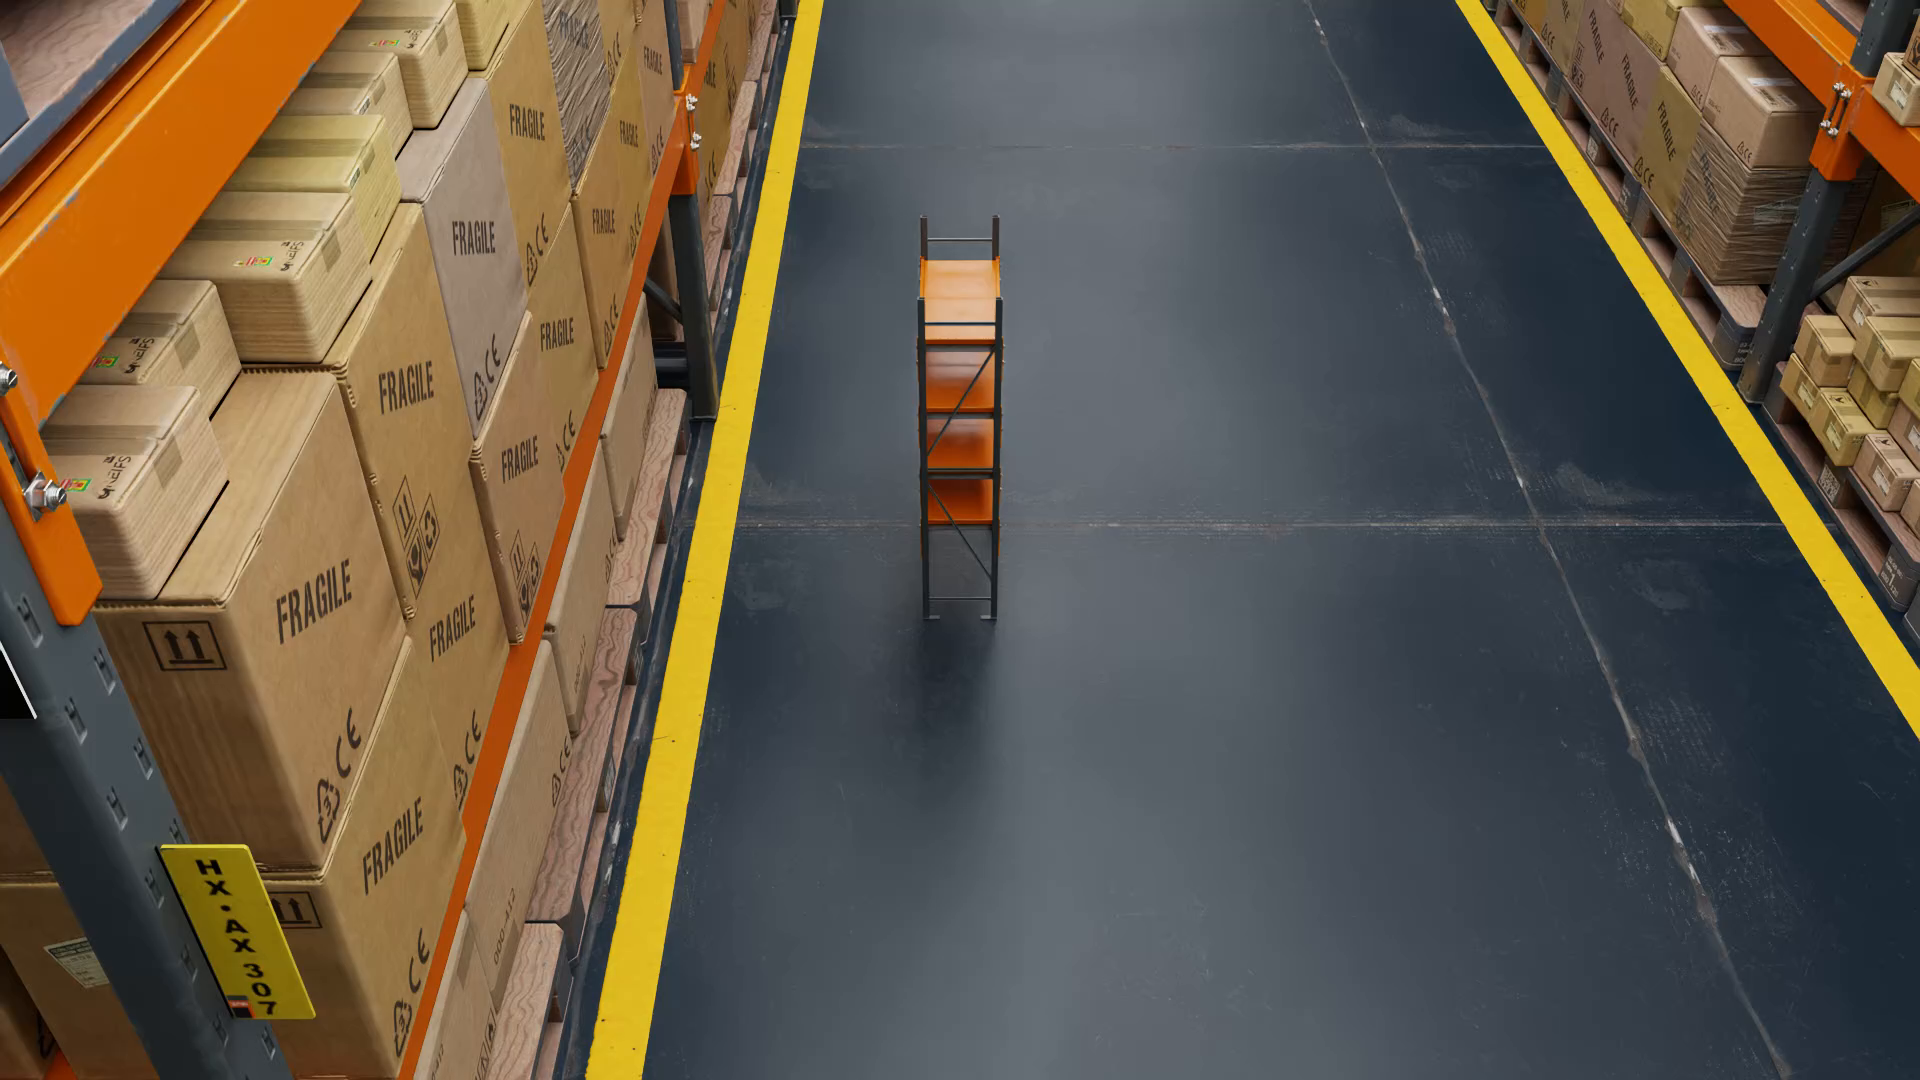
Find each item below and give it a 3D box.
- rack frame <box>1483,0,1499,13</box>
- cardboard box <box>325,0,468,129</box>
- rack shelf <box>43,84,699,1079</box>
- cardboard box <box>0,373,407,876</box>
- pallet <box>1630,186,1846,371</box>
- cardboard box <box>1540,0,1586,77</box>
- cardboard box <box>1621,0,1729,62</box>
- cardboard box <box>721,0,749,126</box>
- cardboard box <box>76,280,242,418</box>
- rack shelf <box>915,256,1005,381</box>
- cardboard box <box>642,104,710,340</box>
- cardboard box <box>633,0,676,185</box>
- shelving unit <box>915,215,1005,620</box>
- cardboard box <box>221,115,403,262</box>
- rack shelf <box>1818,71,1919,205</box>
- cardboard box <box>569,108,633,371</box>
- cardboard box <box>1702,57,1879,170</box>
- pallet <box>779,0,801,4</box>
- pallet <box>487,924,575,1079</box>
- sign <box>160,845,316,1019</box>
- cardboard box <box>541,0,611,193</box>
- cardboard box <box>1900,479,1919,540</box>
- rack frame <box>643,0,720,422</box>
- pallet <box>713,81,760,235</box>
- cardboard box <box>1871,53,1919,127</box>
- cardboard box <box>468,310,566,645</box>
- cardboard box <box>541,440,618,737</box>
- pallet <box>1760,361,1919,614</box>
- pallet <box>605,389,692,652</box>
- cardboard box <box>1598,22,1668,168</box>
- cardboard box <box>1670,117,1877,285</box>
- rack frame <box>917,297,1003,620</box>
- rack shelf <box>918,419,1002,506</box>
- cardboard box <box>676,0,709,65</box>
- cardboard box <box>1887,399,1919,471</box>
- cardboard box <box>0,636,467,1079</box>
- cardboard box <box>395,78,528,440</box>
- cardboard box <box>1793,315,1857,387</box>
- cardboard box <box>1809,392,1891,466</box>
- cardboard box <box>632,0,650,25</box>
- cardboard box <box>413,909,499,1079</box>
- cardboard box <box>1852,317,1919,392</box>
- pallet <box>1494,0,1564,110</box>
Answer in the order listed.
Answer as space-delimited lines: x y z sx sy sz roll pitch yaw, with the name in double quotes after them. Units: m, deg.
3.521 -4.227 8.627 1.000 3.000 0.127 0 39 0 "rack frame"
-1.130 -0.874 3.043 0.380 0.149 0.250 0 39 0 "cardboard box"
-1.422 -0.128 4.086 1.077 0.370 4.000 0 39 0 "rack shelf"
-1.135 0.113 2.331 0.500 0.500 0.500 -1 39 -1 "cardboard box"
3.523 -1.125 6.985 1.003 0.211 1.213 0 39 0 "pallet"
3.271 -2.659 8.332 0.500 0.500 0.500 0 39 0 "cardboard box"
3.270 -2.325 7.316 0.500 0.250 0.500 -2 39 -2 "cardboard box"
-1.514 -2.506 7.841 0.875 0.875 0.875 0 39 1 "cardboard box"
-1.215 -0.226 2.235 0.380 0.149 0.250 1 39 1 "cardboard box"
0.000 -0.671 5.000 0.258 0.148 0.480 0 39 0 "rack shelf"
-1.505 -1.382 6.439 0.875 0.875 0.875 1 39 1 "cardboard box"
-1.168 -1.408 5.029 0.500 0.500 0.500 0 39 0 "cardboard box"
0.000 -0.365 5.246 0.258 1.200 0.503 0 39 0 "shelving unit"
-1.119 -0.553 2.644 0.380 0.149 0.250 -1 39 -2 "cardboard box"
3.528 -0.195 4.169 1.077 0.370 4.000 0 39 0 "rack shelf"
-1.147 -0.772 4.235 0.500 0.500 0.500 -1 39 -1 "cardboard box"
3.272 -1.673 6.502 0.500 0.250 0.500 -1 39 -1 "cardboard box"
-1.428 -3.561 10.025 1.003 0.211 1.213 0 39 0 "pallet"
-1.499 1.430 3.796 1.003 0.211 1.213 0 39 0 "pallet"
-0.865 0.477 2.001 0.100 0.325 0.005 0 39 0 "sign"
-1.145 -1.158 3.917 0.500 0.500 0.500 0 39 1 "cardboard box"
3.308 -0.069 5.381 0.380 0.149 0.250 -1 39 -1 "cardboard box"
-1.424 -1.659 5.422 1.000 3.000 0.127 0 39 0 "rack frame"
-1.505 -1.818 7.850 1.003 0.211 1.213 0 39 0 "pallet"
3.199 -1.451 5.362 0.380 0.149 0.250 1 39 2 "cardboard box"
-1.144 -0.132 3.436 0.500 0.500 0.500 0 39 0 "cardboard box"
-1.529 0.129 4.903 0.875 0.438 0.875 -1 39 -1 "cardboard box"
3.562 -0.218 5.853 1.003 0.211 1.213 0 39 0 "pallet"
-1.501 -0.096 5.700 1.003 0.211 1.213 0 39 0 "pallet"
3.277 -2.019 7.533 0.500 0.500 0.500 -1 39 -1 "cardboard box"
3.273 -1.377 6.733 0.500 0.500 0.500 -1 39 -1 "cardboard box"
0.000 -0.212 5.055 0.240 1.200 0.015 0 39 0 "rack frame"
0.000 -0.312 5.288 0.258 0.148 0.480 0 39 0 "rack shelf"
-1.161 -1.876 5.812 0.500 0.250 0.500 -1 39 -1 "cardboard box"
3.333 -0.356 5.502 0.380 0.149 0.250 0 39 0 "cardboard box"
-1.133 0.503 2.644 0.500 0.500 0.500 0 39 0 "cardboard box"
-1.151 -0.532 3.136 0.500 0.500 0.500 0 39 0 "cardboard box"
3.206 -0.667 5.889 0.380 0.149 0.250 2 39 2 "cardboard box"
3.205 -0.383 5.773 0.380 0.149 0.250 1 39 1 "cardboard box"
-1.147 -1.794 4.710 0.500 0.500 0.500 0 39 0 "cardboard box"
-1.520 1.265 3.485 0.875 0.438 0.875 -1 39 -2 "cardboard box"
3.260 -0.622 5.595 0.380 0.149 0.250 2 39 2 "cardboard box"
3.521 -2.651 8.889 1.003 0.211 1.213 0 39 0 "pallet"
